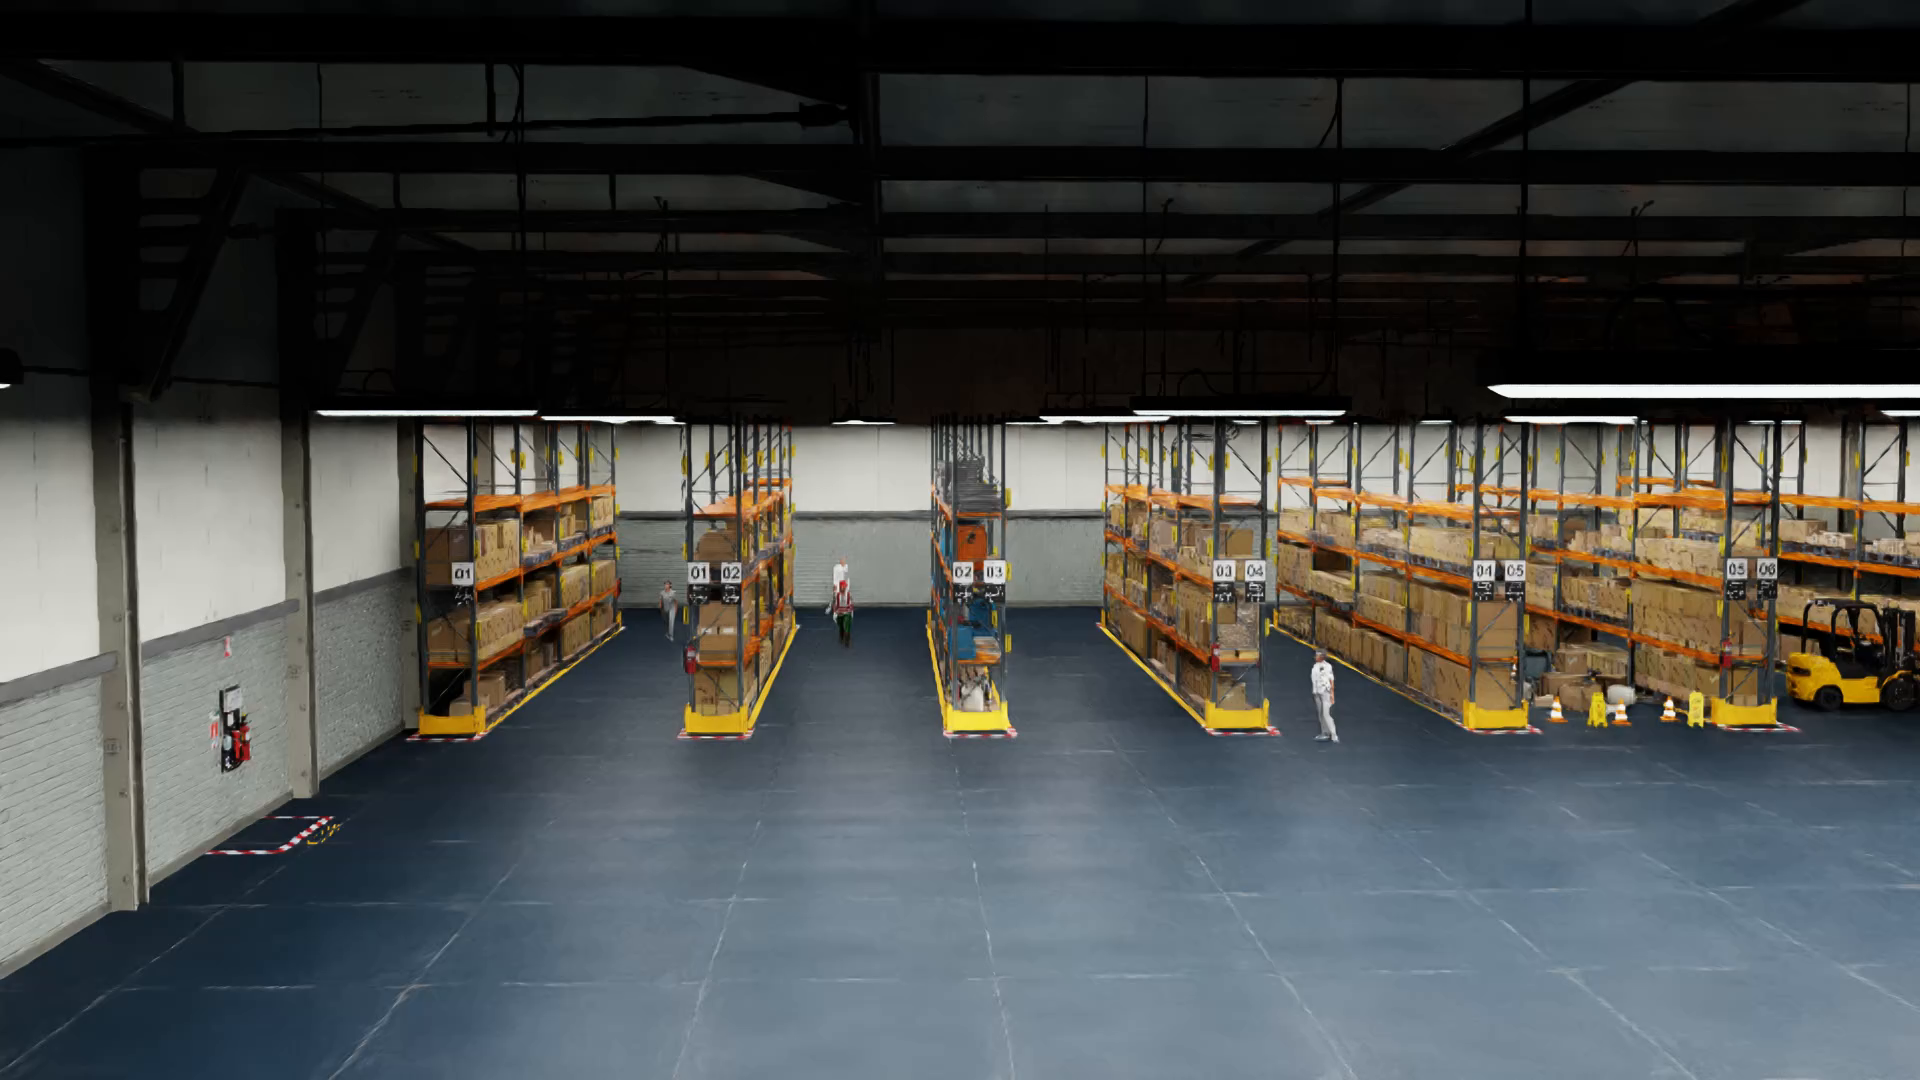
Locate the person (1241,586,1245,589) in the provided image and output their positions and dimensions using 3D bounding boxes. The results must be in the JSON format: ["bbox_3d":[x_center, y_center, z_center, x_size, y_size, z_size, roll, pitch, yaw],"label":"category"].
[{"bbox_3d":[8.923,1.405,51.379,0.450,1.665,0.544,3,5,35],"label":"person"}]

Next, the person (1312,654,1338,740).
[{"bbox_3d":[6.683,2.818,30.414,0.372,1.652,0.568,-2,5,-32],"label":"person"}]

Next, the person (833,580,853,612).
[{"bbox_3d":[-3.072,1.491,43.478,0.533,0.901,0.406,0,4,0],"label":"person"}]

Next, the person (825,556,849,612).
[{"bbox_3d":[-3.731,1.380,50.826,0.782,1.768,0.557,-3,5,-41],"label":"person"}]

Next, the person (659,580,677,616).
[{"bbox_3d":[-7.856,1.565,44.699,0.443,0.975,0.352,0,4,-1],"label":"person"}]
